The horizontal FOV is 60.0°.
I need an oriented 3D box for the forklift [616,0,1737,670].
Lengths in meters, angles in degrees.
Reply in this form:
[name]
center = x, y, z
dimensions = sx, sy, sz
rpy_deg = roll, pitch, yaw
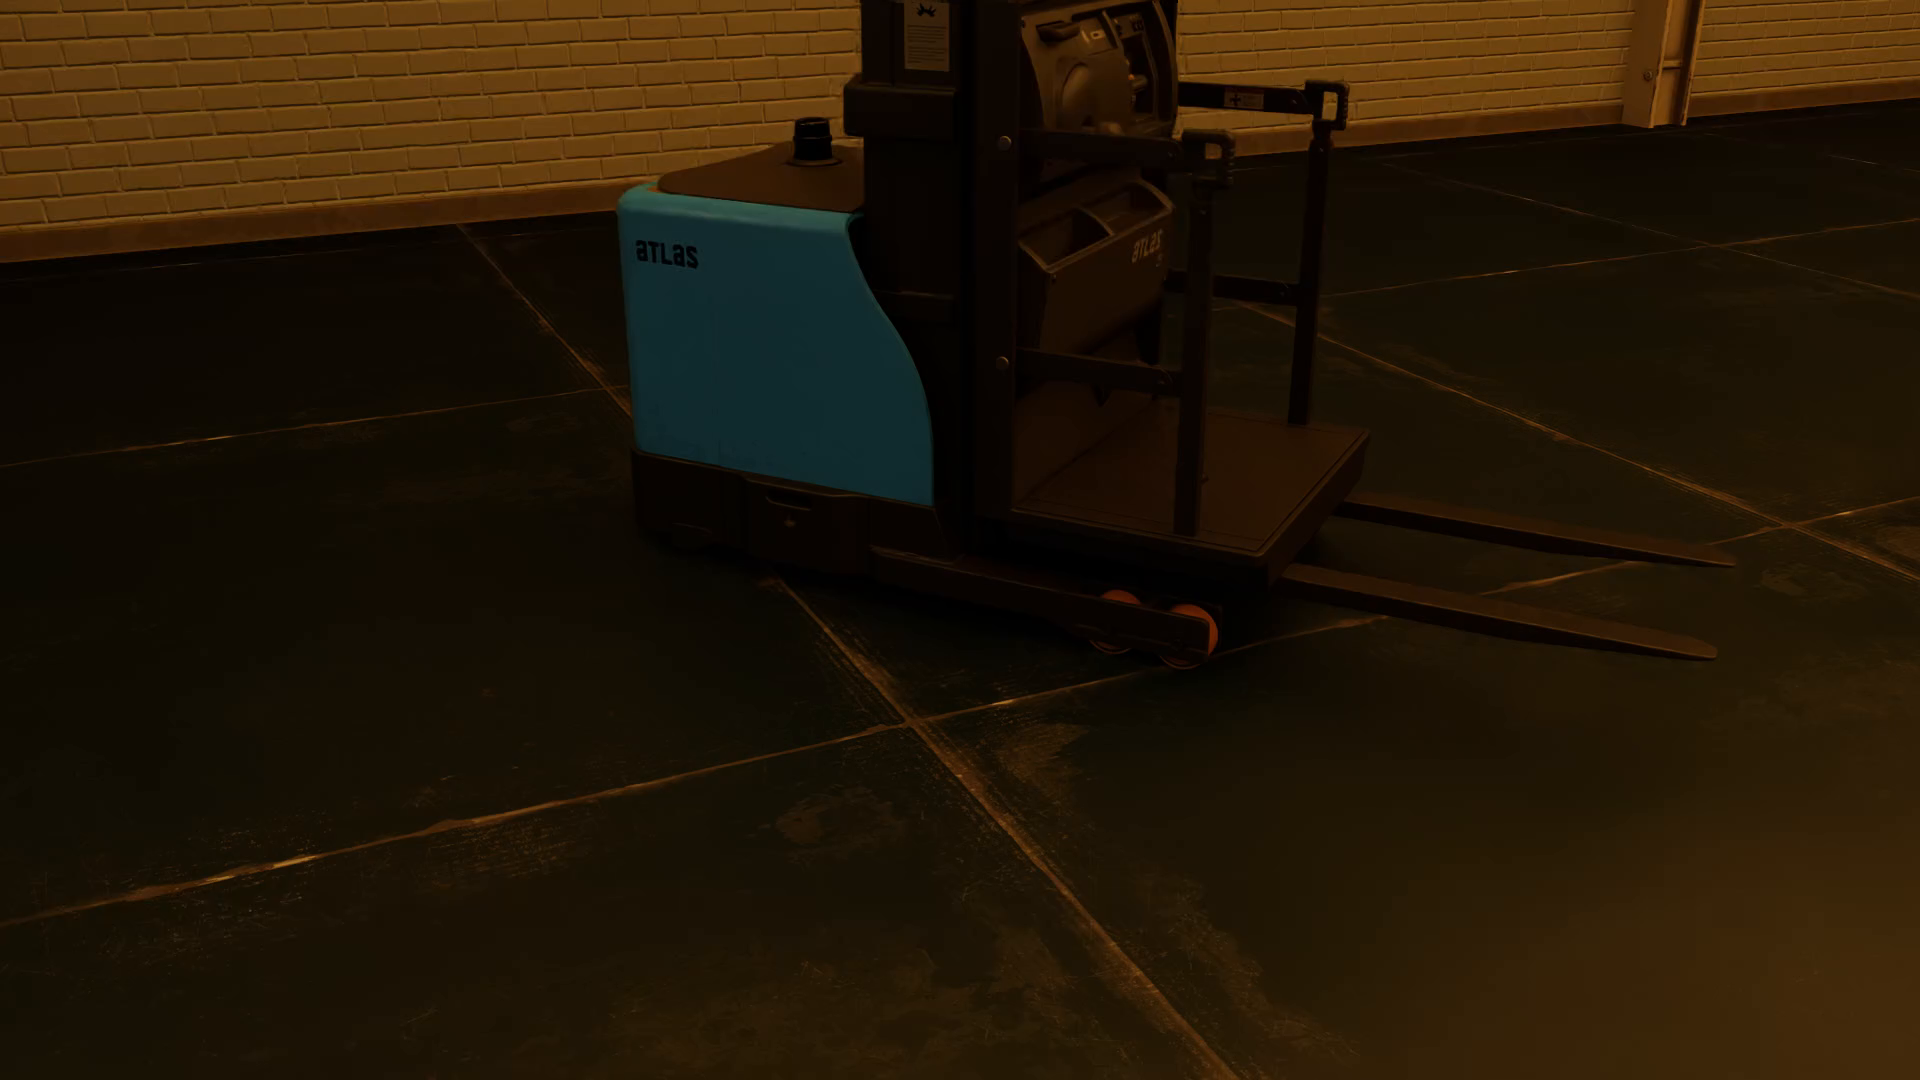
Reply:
[forklift]
center = 0.560, -1.251, 4.297
dimensions = 3.031, 2.935, 1.130
rpy_deg = 11, 25, 25
